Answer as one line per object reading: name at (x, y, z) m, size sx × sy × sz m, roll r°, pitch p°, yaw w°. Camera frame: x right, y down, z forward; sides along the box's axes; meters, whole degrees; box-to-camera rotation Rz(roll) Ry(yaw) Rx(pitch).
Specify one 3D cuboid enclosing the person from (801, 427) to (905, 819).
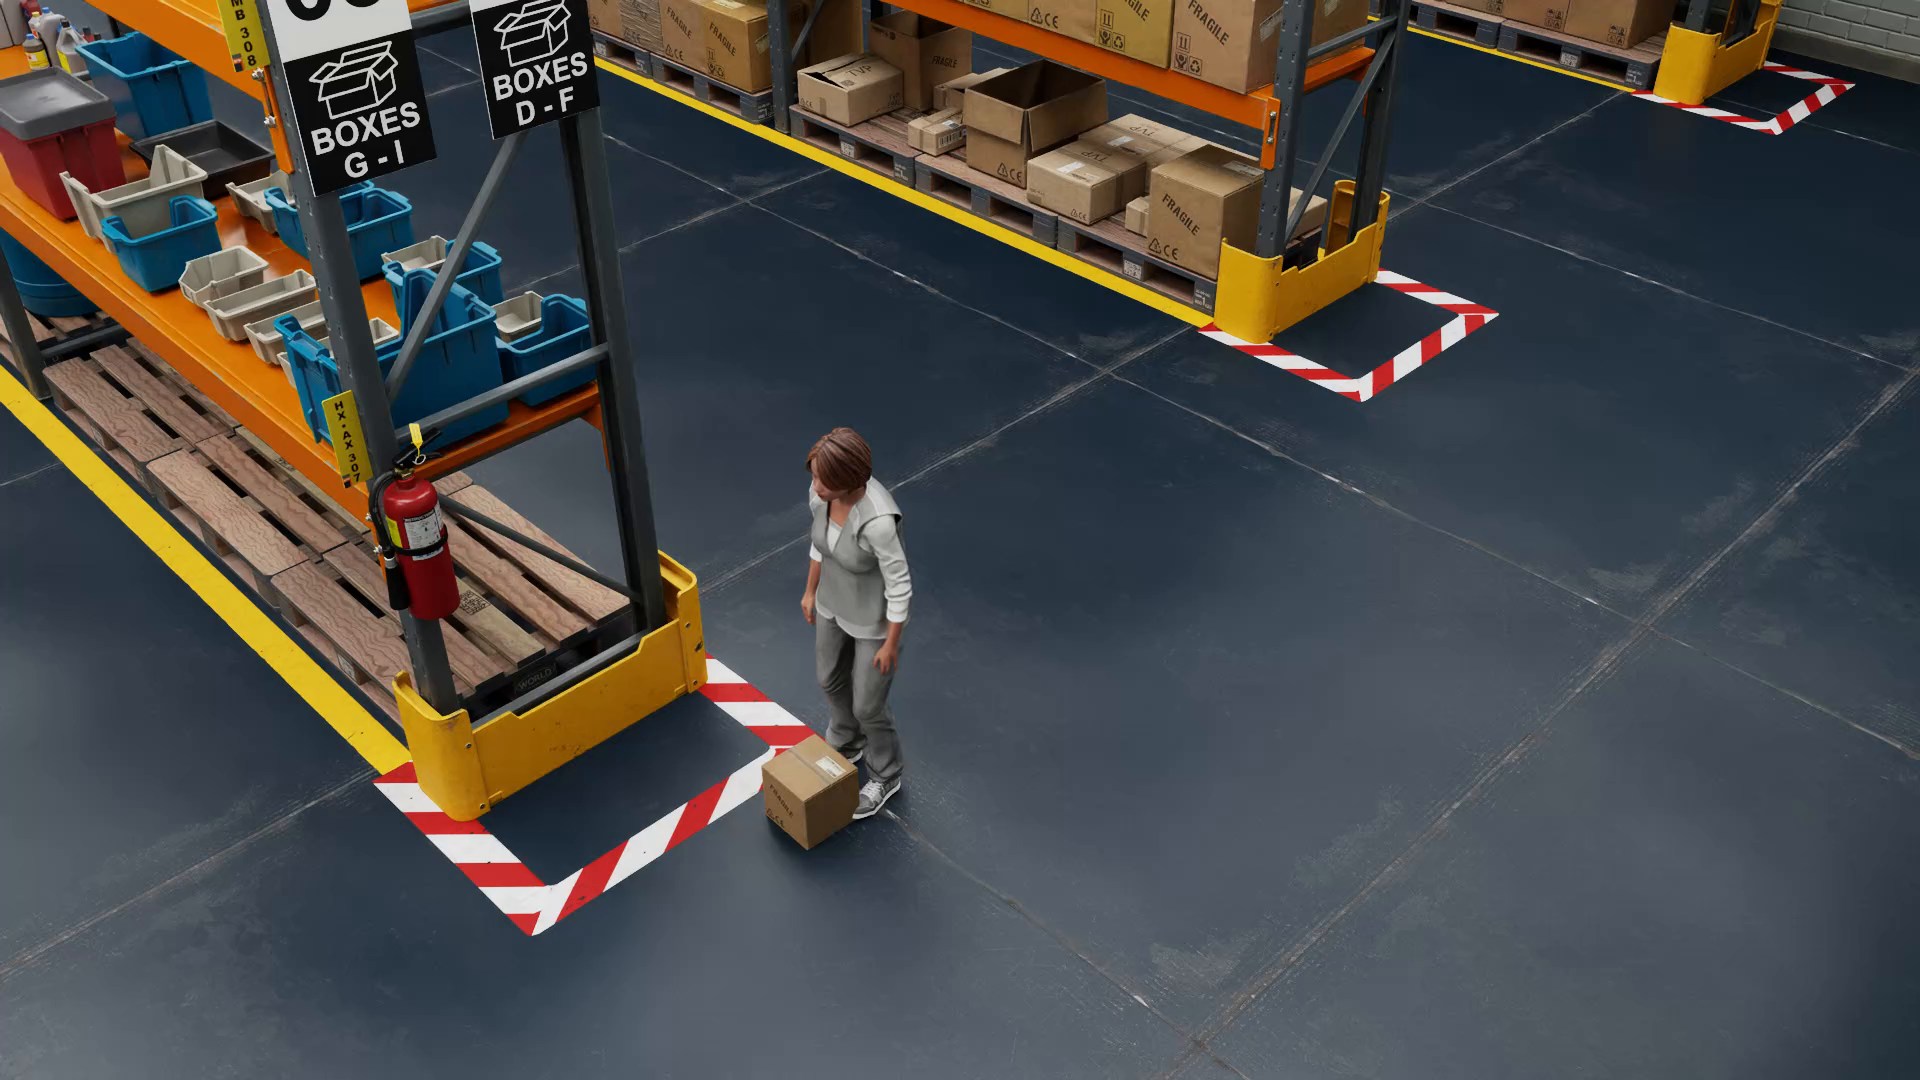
person at (-0.372, 0.277, 5.773) m, size 0.311 × 1.594 × 0.479 m, roll -29°, pitch 45°, yaw -34°
